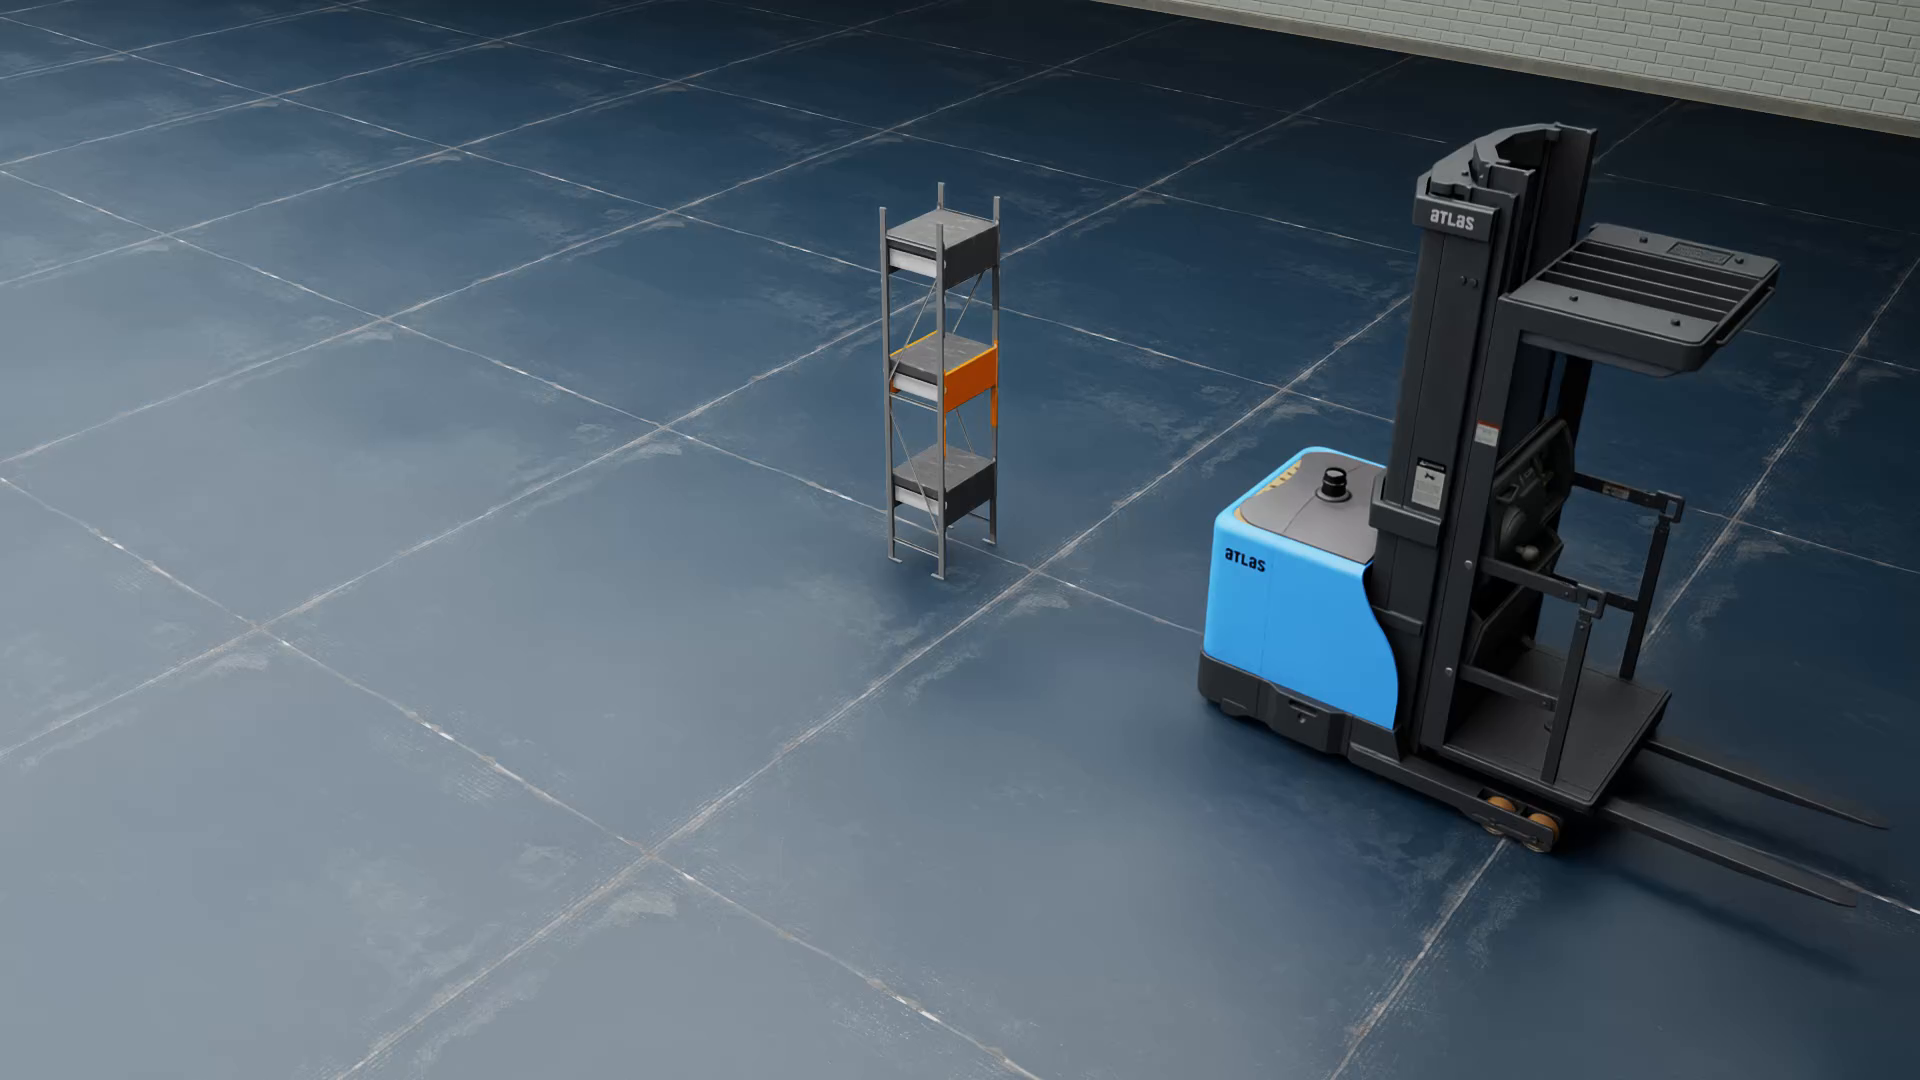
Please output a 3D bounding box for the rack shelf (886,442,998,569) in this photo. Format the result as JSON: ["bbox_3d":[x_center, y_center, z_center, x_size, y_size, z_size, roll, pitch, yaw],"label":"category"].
[{"bbox_3d":[-0.100,-0.222,9.465,0.431,0.518,0.480,21,37,31],"label":"rack shelf"}]

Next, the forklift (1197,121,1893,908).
[{"bbox_3d":[2.664,-0.179,7.177,3.031,2.935,1.130,22,37,32],"label":"forklift"}]

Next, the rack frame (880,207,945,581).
[{"bbox_3d":[-0.247,-0.737,8.934,0.400,2.100,0.015,21,37,31],"label":"rack frame"}]

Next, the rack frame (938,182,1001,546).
[{"bbox_3d":[0.047,-0.935,9.269,0.400,2.100,0.015,21,37,31],"label":"rack frame"}]

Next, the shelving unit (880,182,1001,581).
[{"bbox_3d":[-0.100,-0.836,9.101,0.431,2.100,0.503,21,37,31],"label":"shelving unit"}]

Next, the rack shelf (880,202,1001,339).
[{"bbox_3d":[-0.100,-1.426,8.751,0.431,0.518,0.480,21,37,31],"label":"rack shelf"}]

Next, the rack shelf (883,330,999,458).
[{"bbox_3d":[-0.100,-0.824,9.108,0.431,0.518,0.480,21,37,31],"label":"rack shelf"}]
